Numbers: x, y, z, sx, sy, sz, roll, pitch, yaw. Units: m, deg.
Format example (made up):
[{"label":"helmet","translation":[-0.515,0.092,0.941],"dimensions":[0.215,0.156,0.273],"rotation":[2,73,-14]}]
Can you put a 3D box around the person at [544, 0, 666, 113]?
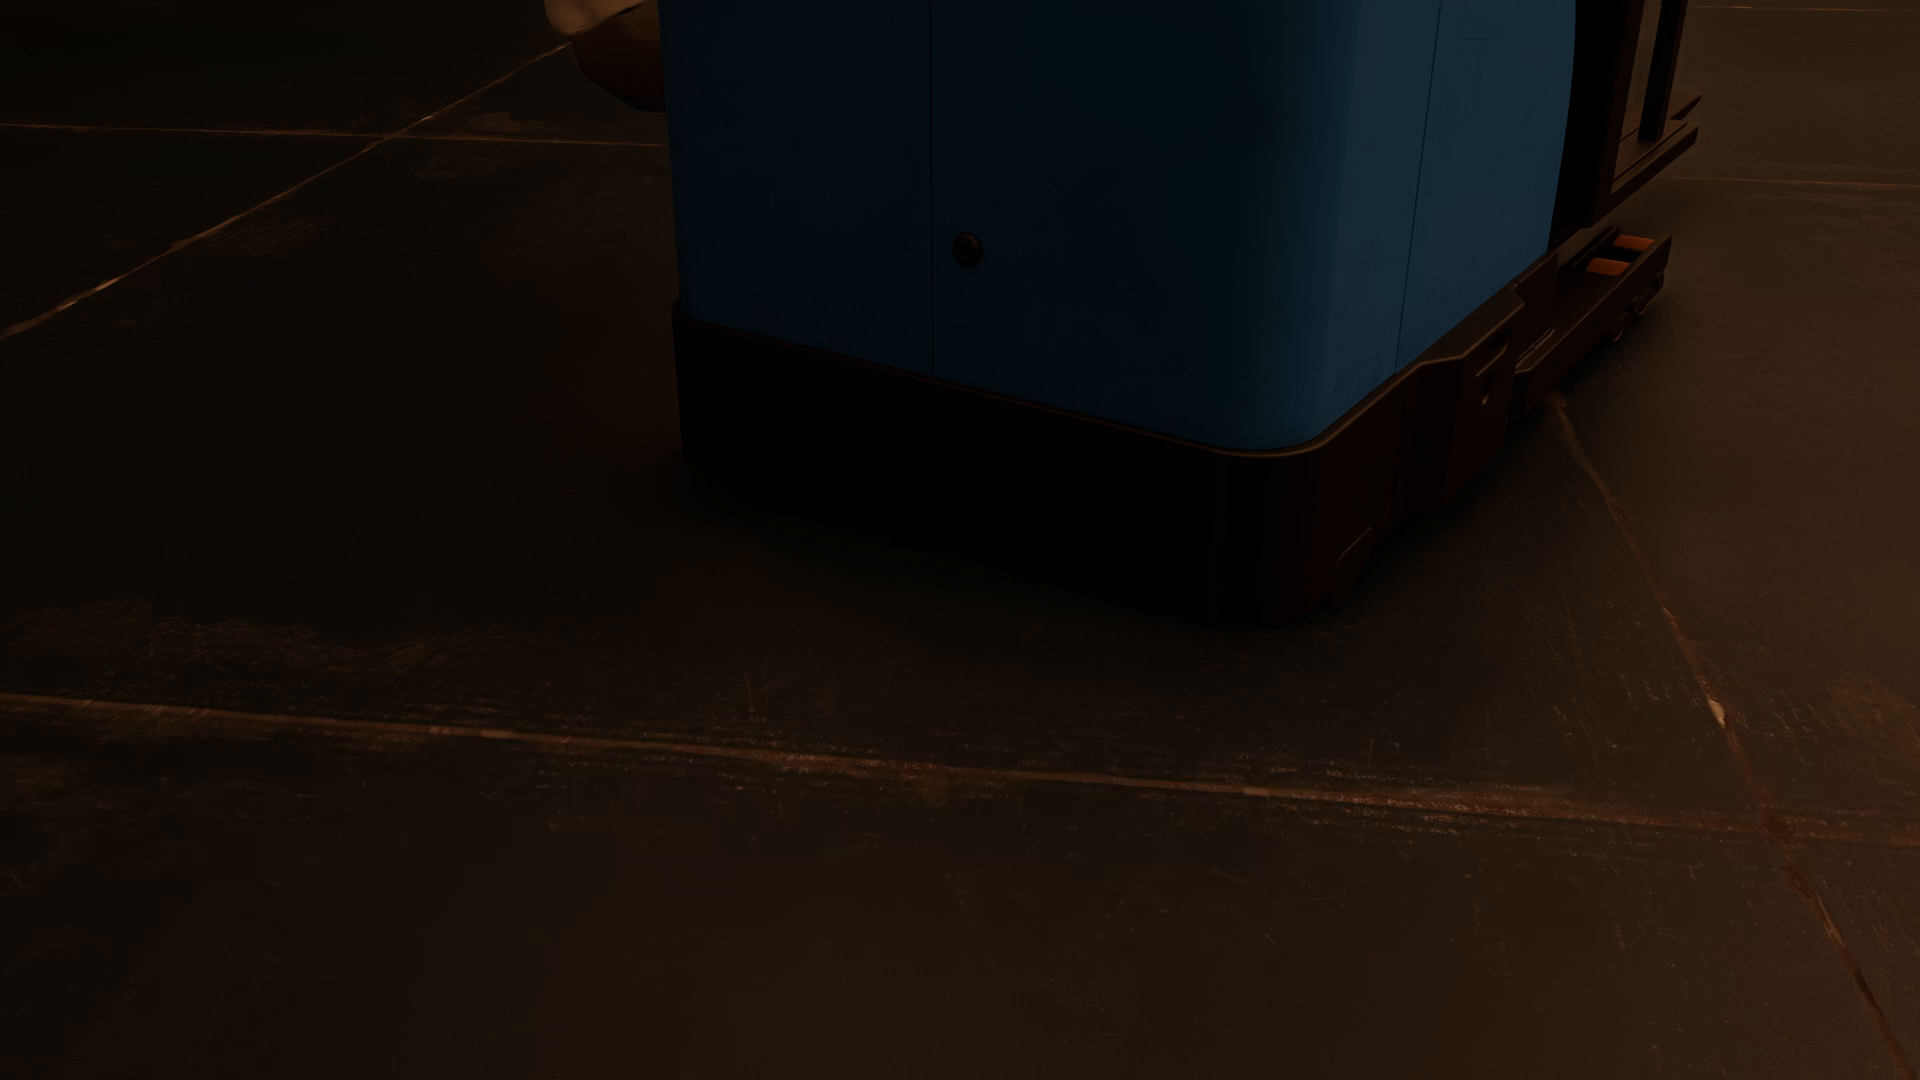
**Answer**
[{"label":"person","translation":[-0.283,-0.908,2.665],"dimensions":[0.813,1.466,1.020],"rotation":[6,27,12]}]

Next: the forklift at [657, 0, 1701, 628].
[{"label":"forklift","translation":[0.804,-1.806,2.838],"dimensions":[1.130,2.935,3.031],"rotation":[17,31,30]}]
